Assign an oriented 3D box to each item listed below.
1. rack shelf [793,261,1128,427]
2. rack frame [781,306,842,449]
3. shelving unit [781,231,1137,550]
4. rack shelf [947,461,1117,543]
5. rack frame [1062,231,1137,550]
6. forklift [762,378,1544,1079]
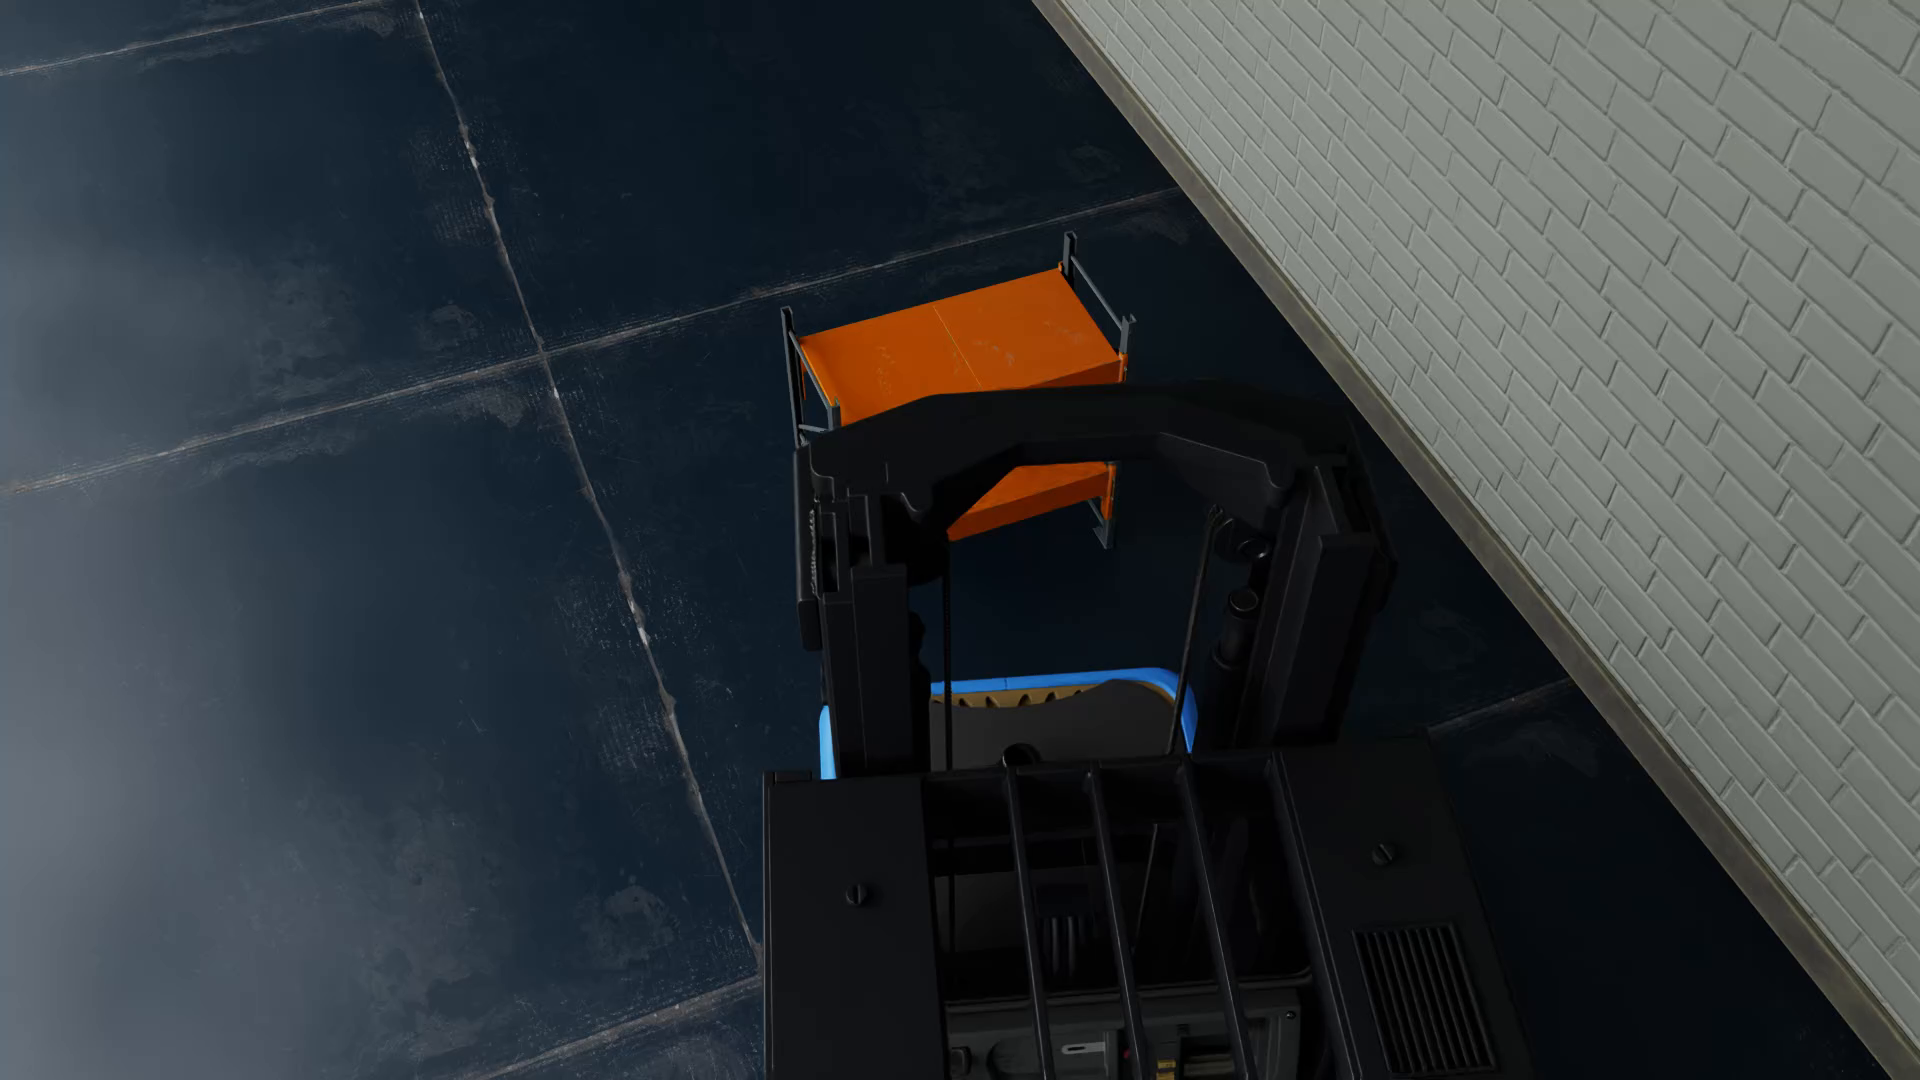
[{"bbox_3d":[-0.006,-0.555,5.600,1.000,0.278,0.538,-17,52,-14],"label":"rack shelf"},{"bbox_3d":[-0.477,-0.219,5.696,0.032,1.125,0.500,-17,52,-14],"label":"rack frame"},{"bbox_3d":[-0.006,-0.365,5.822,1.048,1.125,0.538,-17,52,-14],"label":"shelving unit"},{"bbox_3d":[-0.006,-0.205,6.007,1.000,0.278,0.538,-17,52,-14],"label":"rack shelf"},{"bbox_3d":[0.464,-0.510,5.947,0.032,1.125,0.500,-17,52,-14],"label":"rack frame"},{"bbox_3d":[0.250,1.235,3.258,1.130,2.935,3.031,-4,49,-3],"label":"forklift"}]
